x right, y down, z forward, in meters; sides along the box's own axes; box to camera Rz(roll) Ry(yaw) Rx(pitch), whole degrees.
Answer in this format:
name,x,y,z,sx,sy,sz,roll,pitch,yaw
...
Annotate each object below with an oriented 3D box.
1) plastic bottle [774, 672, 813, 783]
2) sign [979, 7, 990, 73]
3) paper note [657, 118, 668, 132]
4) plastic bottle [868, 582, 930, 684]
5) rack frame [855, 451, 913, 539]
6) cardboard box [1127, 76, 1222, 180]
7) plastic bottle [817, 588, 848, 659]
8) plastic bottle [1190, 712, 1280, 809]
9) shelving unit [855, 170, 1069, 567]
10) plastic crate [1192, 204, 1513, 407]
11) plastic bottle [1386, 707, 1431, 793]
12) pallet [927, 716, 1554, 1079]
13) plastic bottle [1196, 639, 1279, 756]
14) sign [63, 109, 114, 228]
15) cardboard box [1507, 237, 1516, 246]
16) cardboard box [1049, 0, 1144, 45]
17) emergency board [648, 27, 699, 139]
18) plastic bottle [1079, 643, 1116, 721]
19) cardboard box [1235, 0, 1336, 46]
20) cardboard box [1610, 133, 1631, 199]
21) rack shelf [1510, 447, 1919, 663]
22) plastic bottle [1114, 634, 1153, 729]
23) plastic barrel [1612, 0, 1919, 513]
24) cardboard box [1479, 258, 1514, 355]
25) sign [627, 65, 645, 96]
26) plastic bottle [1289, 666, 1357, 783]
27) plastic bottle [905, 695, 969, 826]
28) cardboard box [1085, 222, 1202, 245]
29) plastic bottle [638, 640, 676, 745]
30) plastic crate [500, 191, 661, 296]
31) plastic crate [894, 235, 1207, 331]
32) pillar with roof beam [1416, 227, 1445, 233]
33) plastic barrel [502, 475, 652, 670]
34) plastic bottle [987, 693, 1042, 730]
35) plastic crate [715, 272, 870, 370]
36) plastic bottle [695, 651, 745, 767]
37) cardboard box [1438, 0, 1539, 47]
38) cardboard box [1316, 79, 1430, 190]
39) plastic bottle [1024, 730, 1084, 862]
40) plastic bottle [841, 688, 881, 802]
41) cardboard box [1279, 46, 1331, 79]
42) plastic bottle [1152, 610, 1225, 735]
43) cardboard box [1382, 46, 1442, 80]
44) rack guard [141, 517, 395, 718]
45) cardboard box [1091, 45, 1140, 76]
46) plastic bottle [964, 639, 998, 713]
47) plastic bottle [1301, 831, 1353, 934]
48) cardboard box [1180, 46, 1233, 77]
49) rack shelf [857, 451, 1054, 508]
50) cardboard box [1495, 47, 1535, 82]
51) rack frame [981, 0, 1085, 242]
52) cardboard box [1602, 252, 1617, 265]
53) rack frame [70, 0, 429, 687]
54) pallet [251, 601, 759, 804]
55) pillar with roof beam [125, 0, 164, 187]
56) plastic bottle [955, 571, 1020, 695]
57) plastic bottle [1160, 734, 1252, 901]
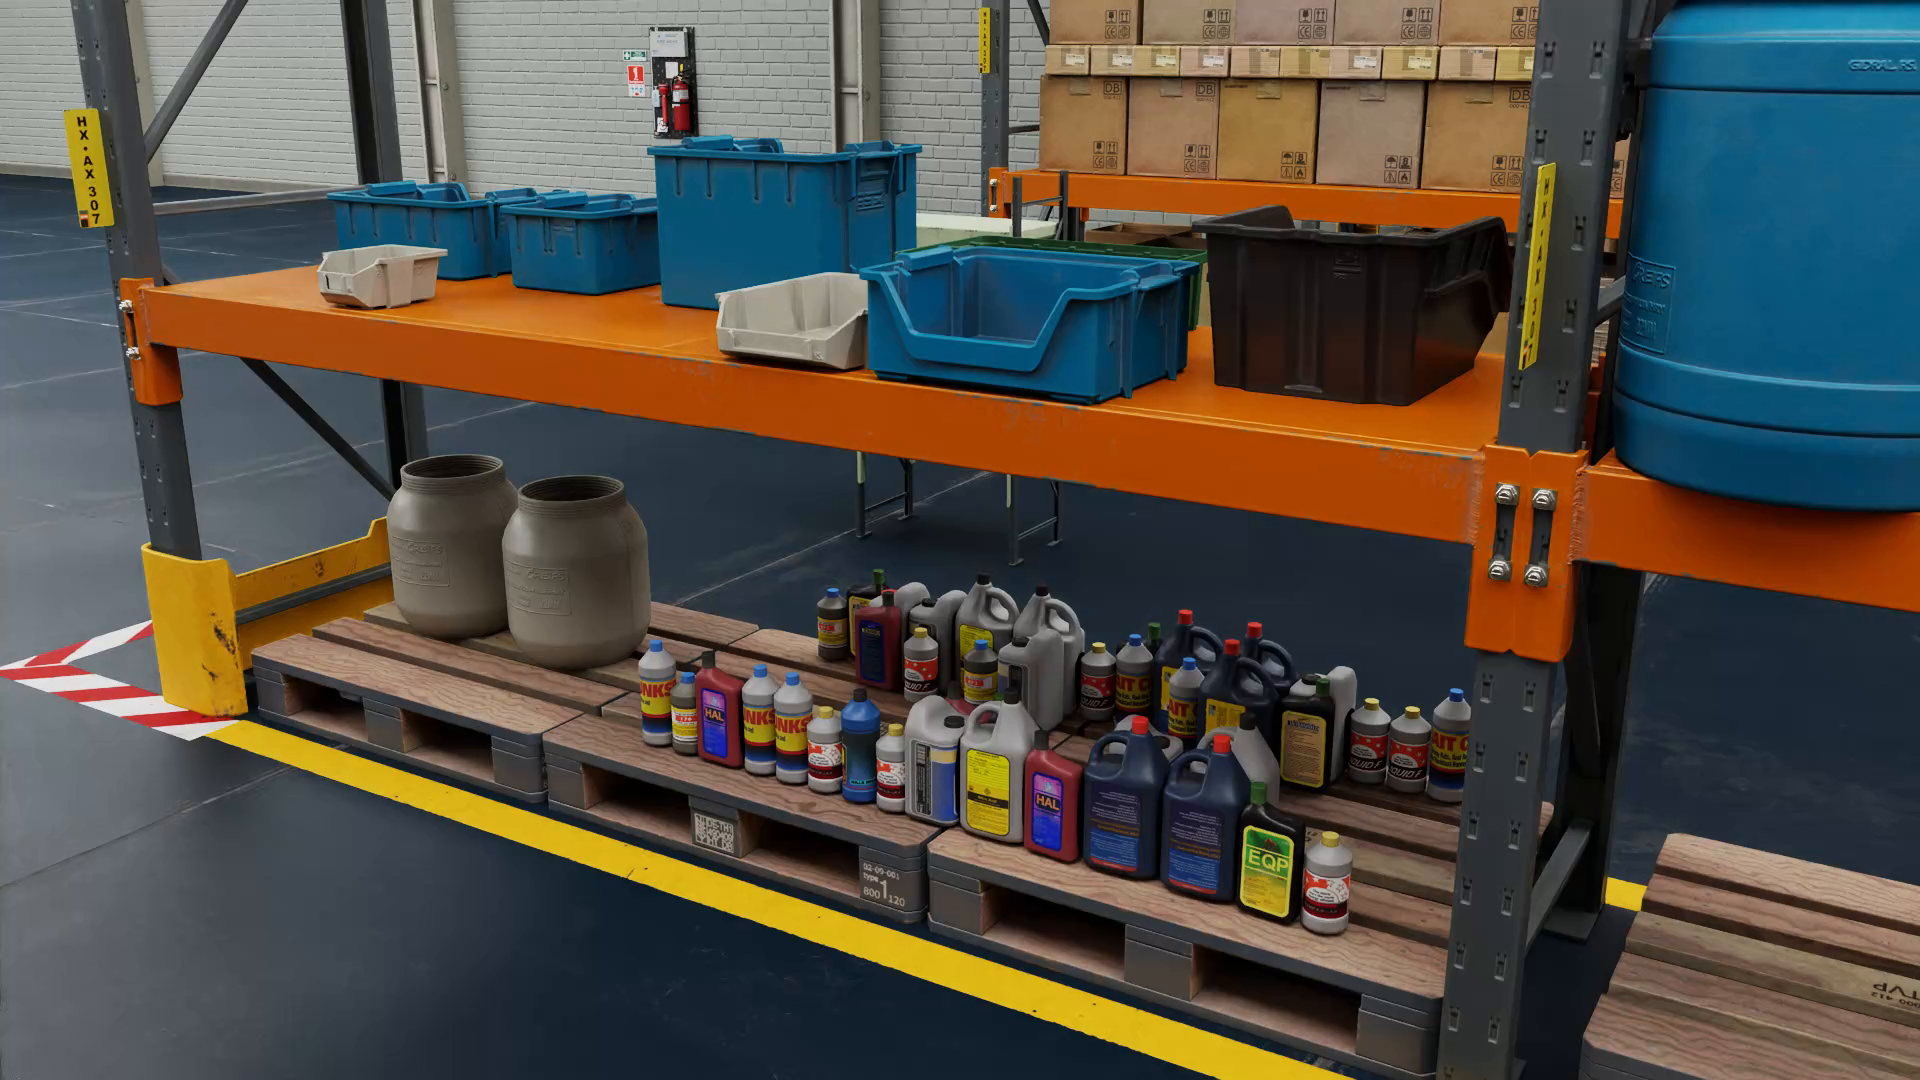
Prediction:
name,x,y,z,sx,sy,sz,roll,pitch,yaw
plastic bottle,-0.413,0.461,4.139,0.097,0.271,0.097,0,17,0
sign,0.128,-2.596,8.640,0.005,0.325,0.100,10,20,30
paper note,-3.251,-4.536,18.169,0.142,0.148,0.016,10,20,30
plastic bottle,-0.177,0.255,4.812,0.135,0.276,0.152,10,20,30
rack frame,-0.318,-0.774,6.850,0.023,1.500,0.400,10,20,30
cardboard box,1.264,-2.175,8.709,0.500,0.500,0.700,11,20,31
plastic bottle,-0.378,0.245,4.971,0.097,0.201,0.097,0,17,0
plastic bottle,0.612,0.549,3.713,0.185,0.351,0.144,10,20,30
shelving unit,-0.006,-0.719,6.667,0.755,1.500,0.431,10,20,30
plastic crate,0.857,-0.527,3.562,0.504,0.338,0.767,10,20,30
plastic bottle,1.108,0.510,4.098,0.097,0.201,0.097,0,17,0
pallet,0.686,0.776,3.963,1.213,0.211,1.003,10,20,30
plastic bottle,0.690,0.421,4.133,0.185,0.351,0.144,10,20,30
sign,-2.464,-1.051,4.704,0.005,0.325,0.100,10,20,30
cardboard box,4.041,-2.217,12.889,0.500,0.311,0.500,12,21,35
cardboard box,0.860,-2.867,8.753,0.500,0.500,0.700,10,20,30
emergency board,-3.137,-4.913,17.896,0.643,1.169,0.194,10,20,30
plastic bottle,0.376,0.380,4.528,0.097,0.201,0.097,0,17,0
cardboard box,1.741,-2.712,8.243,0.500,0.500,0.700,10,20,30
cardboard box,2.998,-1.864,7.686,0.500,0.500,0.700,10,20,29
rack shelf,2.941,0.203,2.290,4.000,0.370,1.077,10,20,30
plastic bottle,0.460,0.382,4.400,0.097,0.271,0.097,0,17,0
plastic barrel,1.407,-0.552,2.674,0.708,0.901,0.600,10,20,30
cardboard box,2.474,-1.086,8.015,0.500,0.500,0.500,10,20,30
sign,-3.554,-5.040,18.252,0.234,0.329,0.001,10,20,30
plastic bottle,0.904,0.448,4.176,0.135,0.276,0.152,11,20,32
plastic bottle,-0.038,0.516,3.949,0.135,0.276,0.152,11,20,31
cardboard box,1.036,-1.517,9.431,0.500,0.500,0.500,10,20,30
plastic bottle,-0.790,0.394,4.361,0.097,0.271,0.097,0,17,0
plastic crate,-1.039,-0.881,4.875,0.408,0.251,0.499,10,20,30
plastic crate,0.227,-0.621,4.128,0.662,0.188,0.450,10,20,30
pillar with roof beam,1.809,-5.420,9.241,0.400,9.000,9.100,10,20,30
plastic barrel,-1.144,0.093,4.973,0.421,0.512,0.421,0,17,0
plastic bottle,0.130,0.509,3.960,0.133,0.283,0.061,10,20,30
plastic crate,-0.280,-0.504,3.832,0.437,0.136,0.530,10,20,30
plastic bottle,-0.607,0.427,4.231,0.133,0.283,0.061,10,20,31
cardboard box,2.593,-2.559,7.741,0.500,0.500,0.700,10,20,30
cardboard box,2.135,-2.019,8.195,0.500,0.500,0.700,11,20,32
plastic bottle,0.213,0.573,3.749,0.133,0.283,0.061,12,20,34
plastic bottle,-0.240,0.492,4.038,0.097,0.271,0.097,0,17,0
cardboard box,1.744,-2.330,8.103,0.250,0.149,0.380,10,19,29
plastic bottle,0.605,0.357,4.346,0.185,0.351,0.144,9,19,28
cardboard box,2.179,-2.252,7.844,0.250,0.149,0.380,11,20,32
rack guard,-2.083,0.142,5.554,0.348,0.500,1.175,10,20,30
cardboard box,0.871,-2.486,8.616,0.250,0.149,0.380,10,19,29
plastic bottle,0.058,0.372,4.553,0.097,0.201,0.097,0,17,0
plastic bottle,0.764,0.705,3.458,0.097,0.201,0.097,0,17,0
cardboard box,1.297,-2.409,8.362,0.250,0.149,0.380,10,19,29
rack shelf,-0.006,-0.407,6.761,0.720,0.370,0.431,10,20,30
cardboard box,2.622,-2.174,7.588,0.250,0.149,0.380,10,20,30
rack frame,0.423,-2.280,9.227,0.127,3.000,1.000,10,20,30
cardboard box,3.170,-1.138,8.185,0.500,0.500,0.500,10,20,30
rack frame,-2.172,-1.054,5.190,0.127,3.000,1.000,10,20,30
pallet,-1.393,0.405,5.185,1.213,0.211,1.003,10,20,30
pillar with roof beam,-13.529,-8.158,18.254,0.400,9.000,9.100,10,20,30
plastic bottle,0.084,0.264,4.652,0.185,0.351,0.144,11,20,32
plastic bottle,0.537,0.585,3.596,0.185,0.351,0.144,10,19,29
